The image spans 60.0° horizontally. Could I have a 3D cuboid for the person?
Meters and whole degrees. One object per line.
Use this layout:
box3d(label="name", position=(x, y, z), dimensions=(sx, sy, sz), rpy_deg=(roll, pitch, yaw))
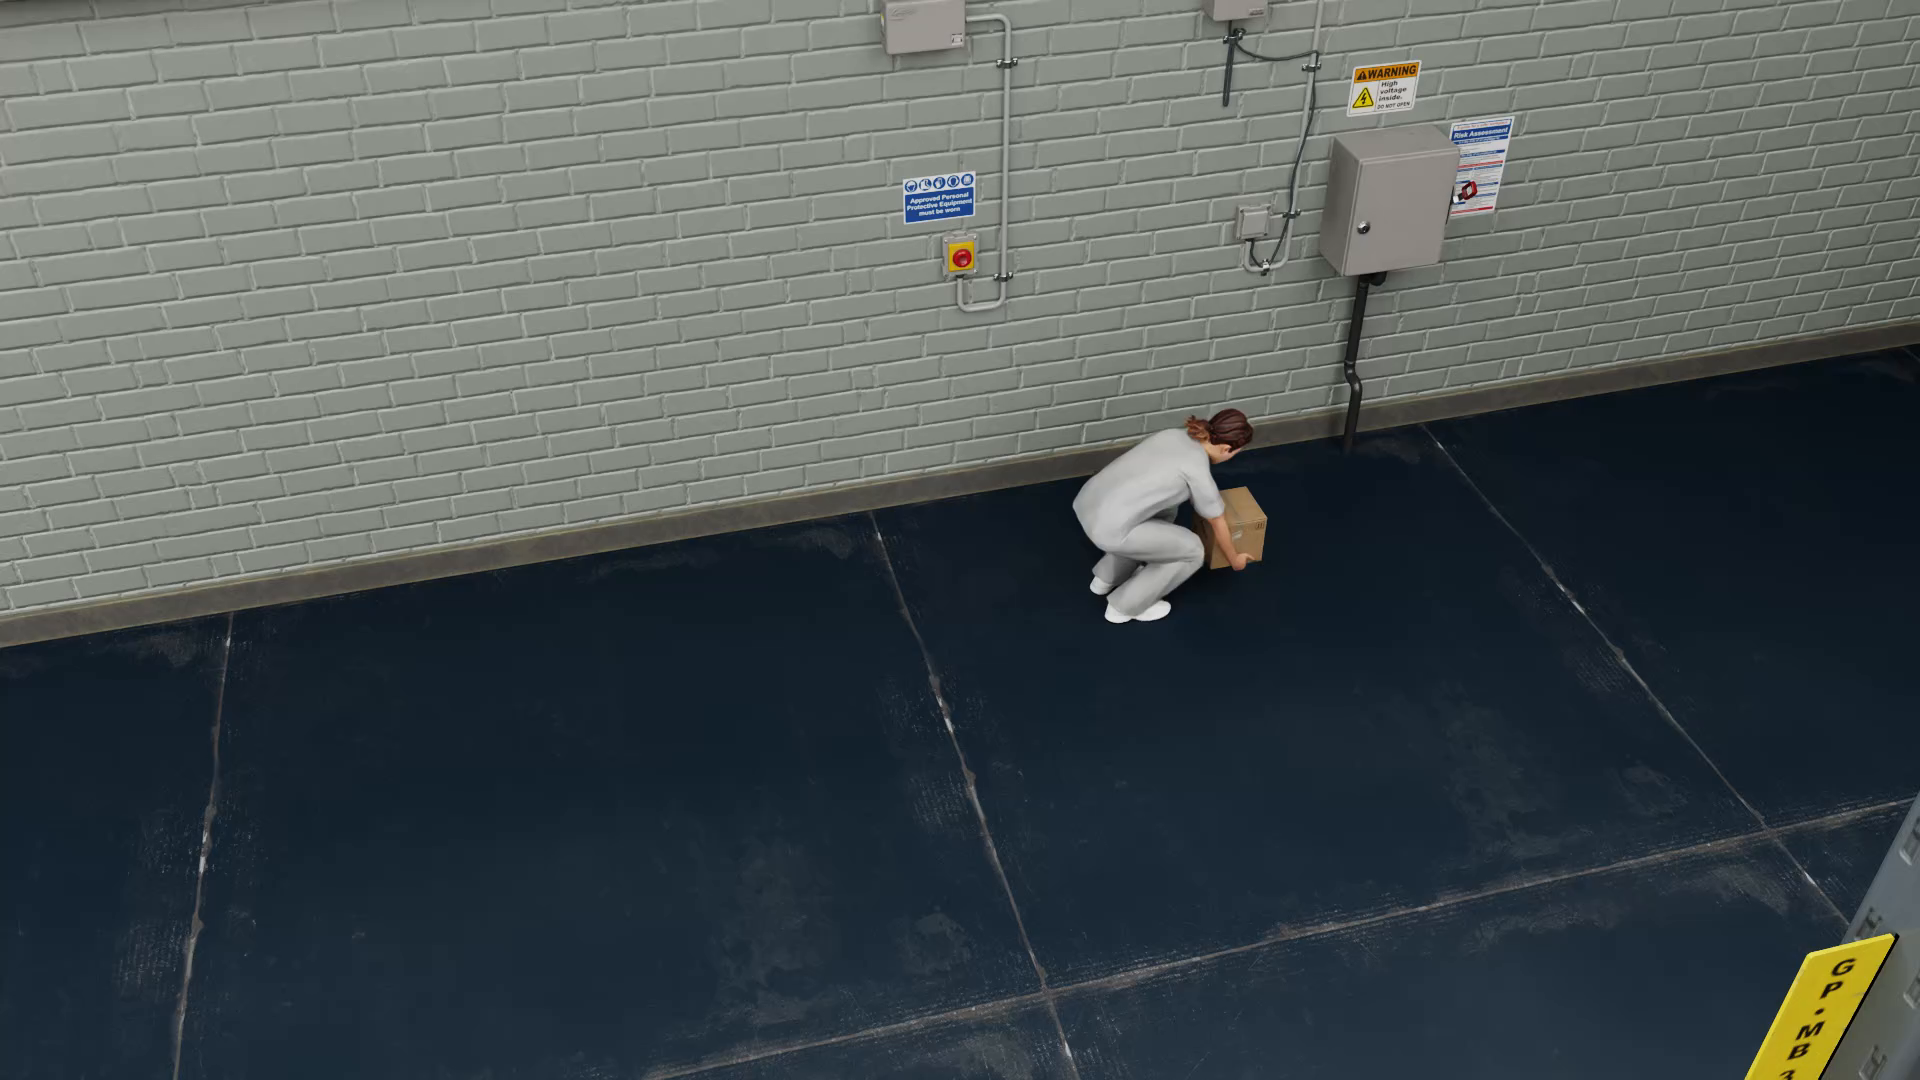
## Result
box3d(label="person", position=(0.914, -0.114, 7.458), dimensions=(0.830, 0.938, 0.460), rpy_deg=(-10, 40, -13))
